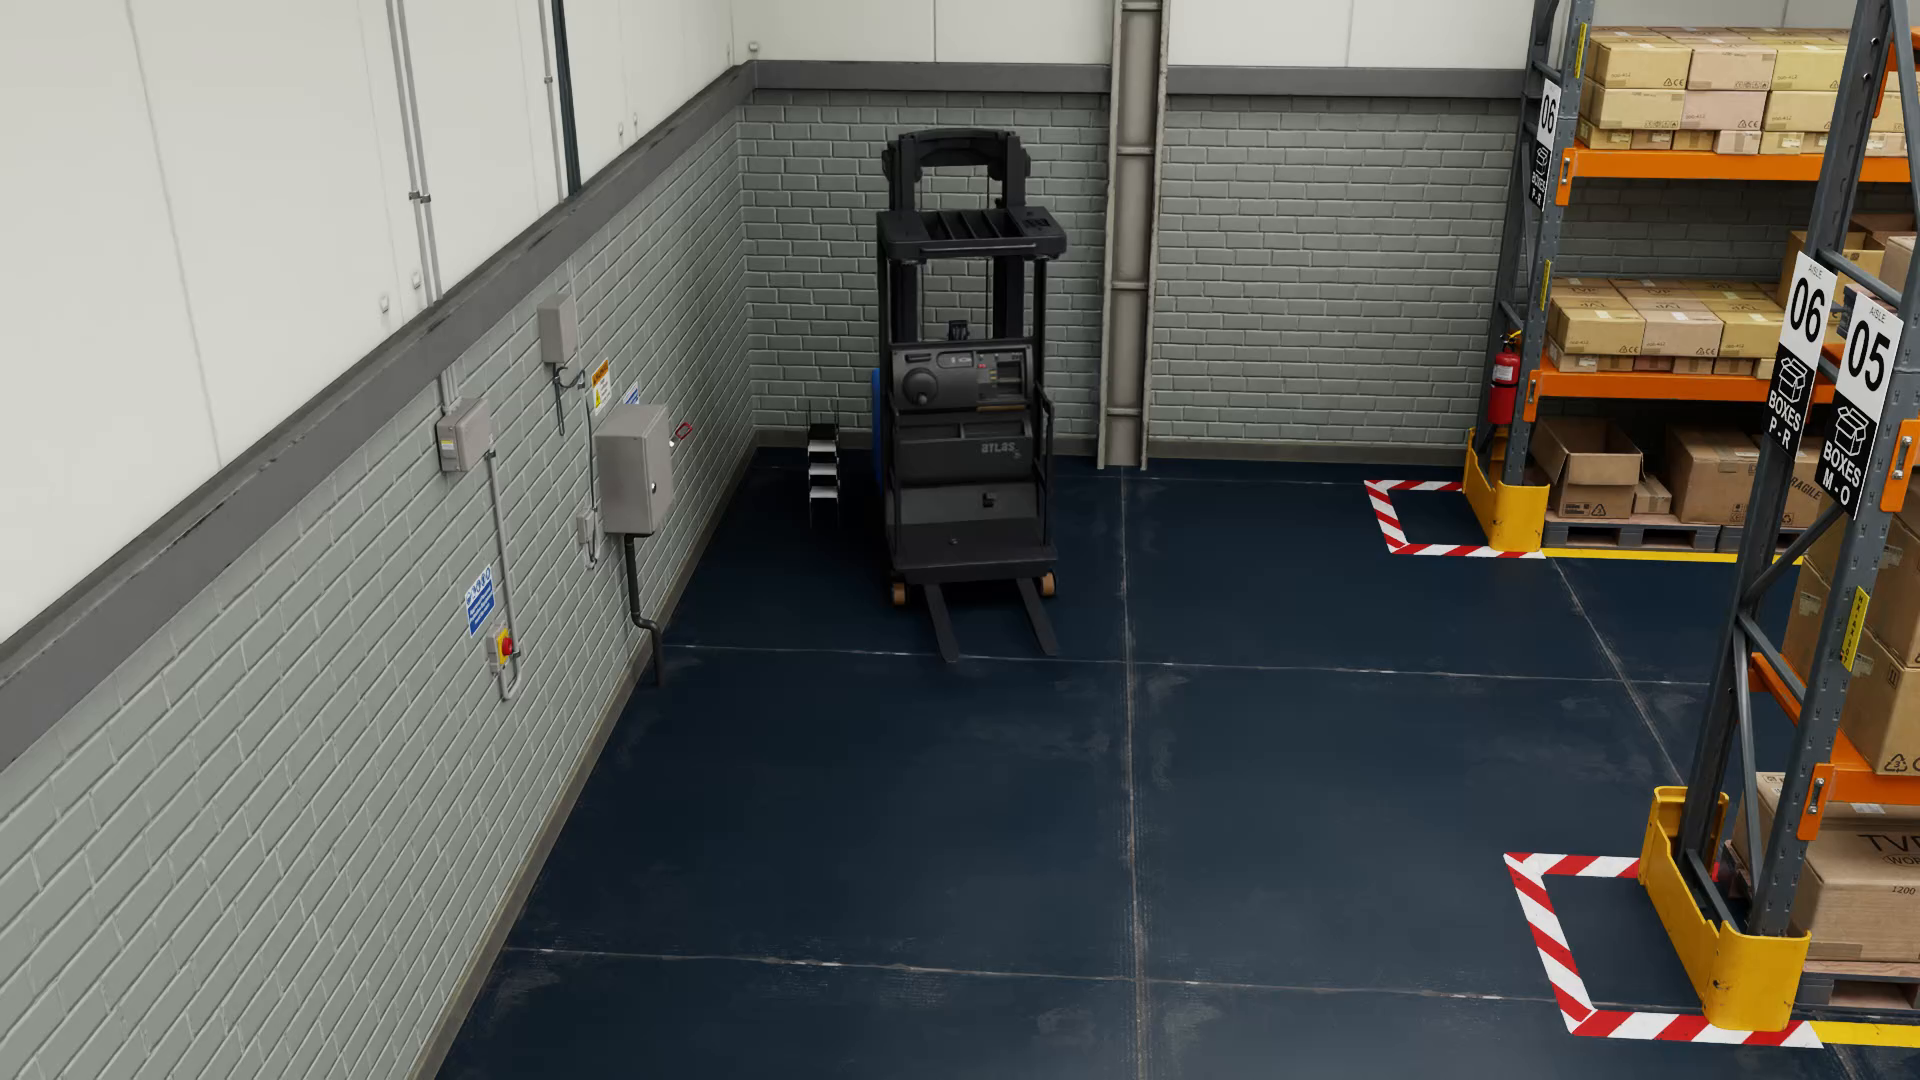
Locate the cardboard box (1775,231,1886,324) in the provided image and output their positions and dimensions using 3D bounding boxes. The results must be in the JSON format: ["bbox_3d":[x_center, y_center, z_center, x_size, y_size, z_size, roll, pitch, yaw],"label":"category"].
[{"bbox_3d":[5.840,-1.756,11.116,0.500,0.500,0.500,2,25,5],"label":"cardboard box"}]

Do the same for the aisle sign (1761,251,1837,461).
[{"bbox_3d":[3.489,-0.767,6.929,0.004,0.787,0.394,2,25,4],"label":"aisle sign"}]

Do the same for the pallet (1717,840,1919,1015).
[{"bbox_3d":[4.340,1.805,7.785,1.213,0.211,1.003,2,25,4],"label":"pallet"}]

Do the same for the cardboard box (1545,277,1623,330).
[{"bbox_3d":[4.392,-1.686,11.861,0.500,0.250,0.500,3,25,6],"label":"cardboard box"}]

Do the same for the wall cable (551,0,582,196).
[{"bbox_3d":[-1.845,-3.735,9.267,0.133,3.039,2.988,2,25,4],"label":"wall cable"}]

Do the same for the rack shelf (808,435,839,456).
[{"bbox_3d":[-0.986,-0.686,12.024,0.200,0.077,0.258,1,25,1],"label":"rack shelf"}]

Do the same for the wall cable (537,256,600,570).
[{"bbox_3d":[-1.990,-0.678,8.631,0.122,1.984,0.588,2,25,4],"label":"wall cable"}]

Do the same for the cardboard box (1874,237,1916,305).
[{"bbox_3d":[3.992,-1.008,6.533,0.500,0.250,0.500,0,25,-1],"label":"cardboard box"}]

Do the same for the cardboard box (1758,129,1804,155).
[{"bbox_3d":[5.233,-2.596,10.726,0.250,0.149,0.380,2,25,4],"label":"cardboard box"}]

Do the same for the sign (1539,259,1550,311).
[{"bbox_3d":[3.871,-1.690,11.011,0.005,0.325,0.100,2,25,4],"label":"sign"}]

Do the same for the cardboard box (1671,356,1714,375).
[{"bbox_3d":[4.989,-1.268,11.429,0.250,0.149,0.380,3,25,6],"label":"cardboard box"}]

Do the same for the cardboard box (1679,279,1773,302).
[{"bbox_3d":[5.399,-1.651,11.785,0.500,0.250,0.500,3,25,6],"label":"cardboard box"}]

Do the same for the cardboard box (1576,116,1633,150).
[{"bbox_3d":[4.213,-2.665,10.876,0.250,0.149,0.380,2,25,5],"label":"cardboard box"}]

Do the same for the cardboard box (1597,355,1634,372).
[{"bbox_3d":[4.477,-1.295,11.489,0.250,0.149,0.380,2,25,5],"label":"cardboard box"}]

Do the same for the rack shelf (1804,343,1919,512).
[{"bbox_3d":[5.531,-0.426,6.571,4.000,0.370,1.077,2,25,4],"label":"rack shelf"}]

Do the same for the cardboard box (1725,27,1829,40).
[{"bbox_3d":[5.411,-3.253,11.080,0.500,0.250,0.500,2,25,5],"label":"cardboard box"}]

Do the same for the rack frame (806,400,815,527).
[{"bbox_3d":[-1.088,-0.553,12.087,0.006,0.900,0.240,1,25,1],"label":"rack frame"}]

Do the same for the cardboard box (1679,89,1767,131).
[{"bbox_3d":[4.843,-2.817,10.730,0.500,0.250,0.500,2,25,5],"label":"cardboard box"}]

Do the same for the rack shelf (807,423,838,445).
[{"bbox_3d":[-0.986,-0.767,11.986,0.200,0.077,0.258,1,25,1],"label":"rack shelf"}]

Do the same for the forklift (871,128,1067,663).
[{"bbox_3d":[0.049,-1.050,10.737,1.130,2.935,3.031,-3,25,-7],"label":"forklift"}]

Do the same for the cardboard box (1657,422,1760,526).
[{"bbox_3d":[5.365,-0.476,11.895,0.500,0.500,0.700,3,25,6],"label":"cardboard box"}]

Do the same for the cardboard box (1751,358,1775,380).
[{"bbox_3d":[5.500,-1.222,11.330,0.250,0.149,0.380,1,25,2],"label":"cardboard box"}]

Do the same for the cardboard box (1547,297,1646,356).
[{"bbox_3d":[4.345,-1.463,11.377,0.500,0.250,0.500,2,25,4],"label":"cardboard box"}]

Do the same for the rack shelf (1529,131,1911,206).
[{"bbox_3d":[5.907,-2.495,11.068,4.000,0.370,1.077,2,25,4],"label":"rack shelf"}]

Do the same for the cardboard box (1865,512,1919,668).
[{"bbox_3d":[3.993,0.180,6.666,0.500,0.500,0.500,1,25,3],"label":"cardboard box"}]

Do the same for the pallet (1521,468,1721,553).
[{"bbox_3d":[4.784,-0.229,12.206,1.213,0.211,1.003,2,25,4],"label":"pallet"}]

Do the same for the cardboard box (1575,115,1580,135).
[{"bbox_3d":[4.250,-2.858,11.296,0.250,0.149,0.380,2,25,5],"label":"cardboard box"}]

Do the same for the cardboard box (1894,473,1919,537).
[{"bbox_3d":[3.869,-0.122,6.546,0.250,0.149,0.380,2,25,5],"label":"cardboard box"}]

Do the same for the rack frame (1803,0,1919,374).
[{"bbox_3d":[3.537,-2.180,5.933,0.127,3.000,1.000,2,25,4],"label":"rack frame"}]

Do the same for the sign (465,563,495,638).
[{"bbox_3d":[-2.152,0.270,7.462,0.001,0.218,0.327,2,25,4],"label":"sign"}]

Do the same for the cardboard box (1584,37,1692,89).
[{"bbox_3d":[4.336,-3.061,10.663,0.500,0.250,0.500,2,25,3],"label":"cardboard box"}]

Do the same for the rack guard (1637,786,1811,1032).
[{"bbox_3d":[3.513,1.680,7.711,0.348,0.500,1.175,2,25,4],"label":"rack guard"}]

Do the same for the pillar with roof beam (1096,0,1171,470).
[{"bbox_3d":[0.964,-2.916,7.534,0.400,9.000,9.100,2,25,4],"label":"pillar with roof beam"}]

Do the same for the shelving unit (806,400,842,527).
[{"bbox_3d":[-0.986,-0.552,12.085,0.210,0.900,0.258,1,25,1],"label":"shelving unit"}]

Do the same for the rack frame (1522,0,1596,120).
[{"bbox_3d":[3.913,-4.249,10.429,0.127,3.000,1.000,2,25,4],"label":"rack frame"}]

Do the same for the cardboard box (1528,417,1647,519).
[{"bbox_3d":[4.515,-0.521,11.989,0.637,0.503,0.797,1,25,2],"label":"cardboard box"}]

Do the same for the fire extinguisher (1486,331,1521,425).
[{"bbox_3d":[3.731,-1.131,11.369,0.183,0.674,0.296,2,25,4],"label":"fire extinguisher"}]

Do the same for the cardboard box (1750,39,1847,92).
[{"bbox_3d":[5.344,-3.027,10.588,0.500,0.250,0.500,1,25,3],"label":"cardboard box"}]

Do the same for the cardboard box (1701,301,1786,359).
[{"bbox_3d":[5.353,-1.433,11.310,0.500,0.250,0.500,1,25,3],"label":"cardboard box"}]

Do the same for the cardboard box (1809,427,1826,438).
[{"bbox_3d":[6.400,-0.443,11.823,0.500,0.500,0.700,1,25,2],"label":"cardboard box"}]

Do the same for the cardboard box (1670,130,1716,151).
[{"bbox_3d":[4.731,-2.652,10.848,0.250,0.149,0.380,2,25,4],"label":"cardboard box"}]

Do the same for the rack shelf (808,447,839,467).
[{"bbox_3d":[-0.986,-0.604,12.062,0.200,0.077,0.258,1,25,1],"label":"rack shelf"}]

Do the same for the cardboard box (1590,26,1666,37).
[{"bbox_3d":[4.377,-3.282,11.143,0.500,0.250,0.500,1,25,3],"label":"cardboard box"}]

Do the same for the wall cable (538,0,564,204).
[{"bbox_3d":[-2.096,-2.558,6.754,0.029,3.000,2.355,2,25,4],"label":"wall cable"}]

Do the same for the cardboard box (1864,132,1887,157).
[{"bbox_3d":[5.734,-2.575,10.681,0.250,0.149,0.380,2,25,4],"label":"cardboard box"}]

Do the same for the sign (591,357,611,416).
[{"bbox_3d":[-1.992,-0.855,9.242,0.001,0.242,0.339,2,25,4],"label":"sign"}]

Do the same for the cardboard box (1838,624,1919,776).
[{"bbox_3d":[3.993,0.635,6.873,0.500,0.500,0.500,2,25,4],"label":"cardboard box"}]

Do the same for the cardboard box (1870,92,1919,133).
[{"bbox_3d":[5.870,-2.789,10.668,0.500,0.250,0.500,1,25,3],"label":"cardboard box"}]
